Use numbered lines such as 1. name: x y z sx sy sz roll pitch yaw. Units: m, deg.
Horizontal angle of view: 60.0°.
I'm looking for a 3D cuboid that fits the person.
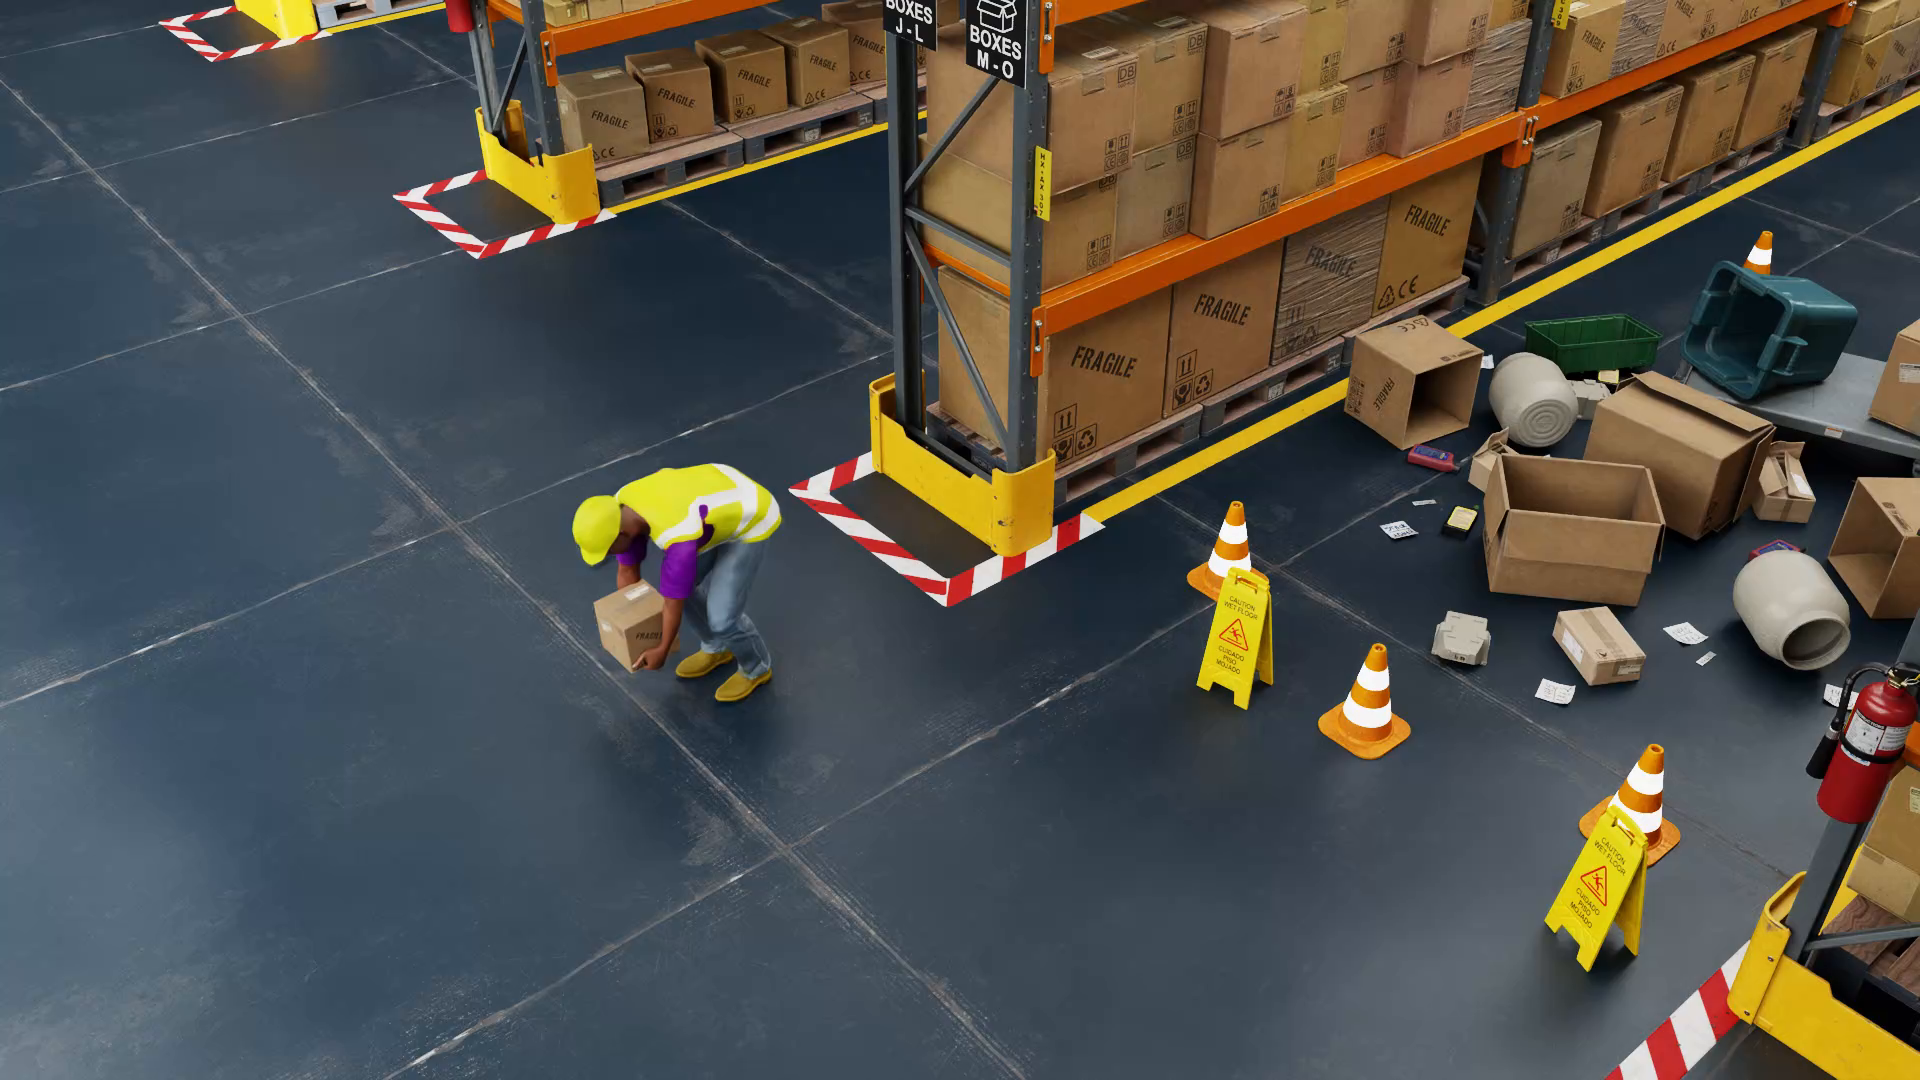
1. person: -1.203 0.198 7.238 0.945 1.232 0.497 -28 44 -33
